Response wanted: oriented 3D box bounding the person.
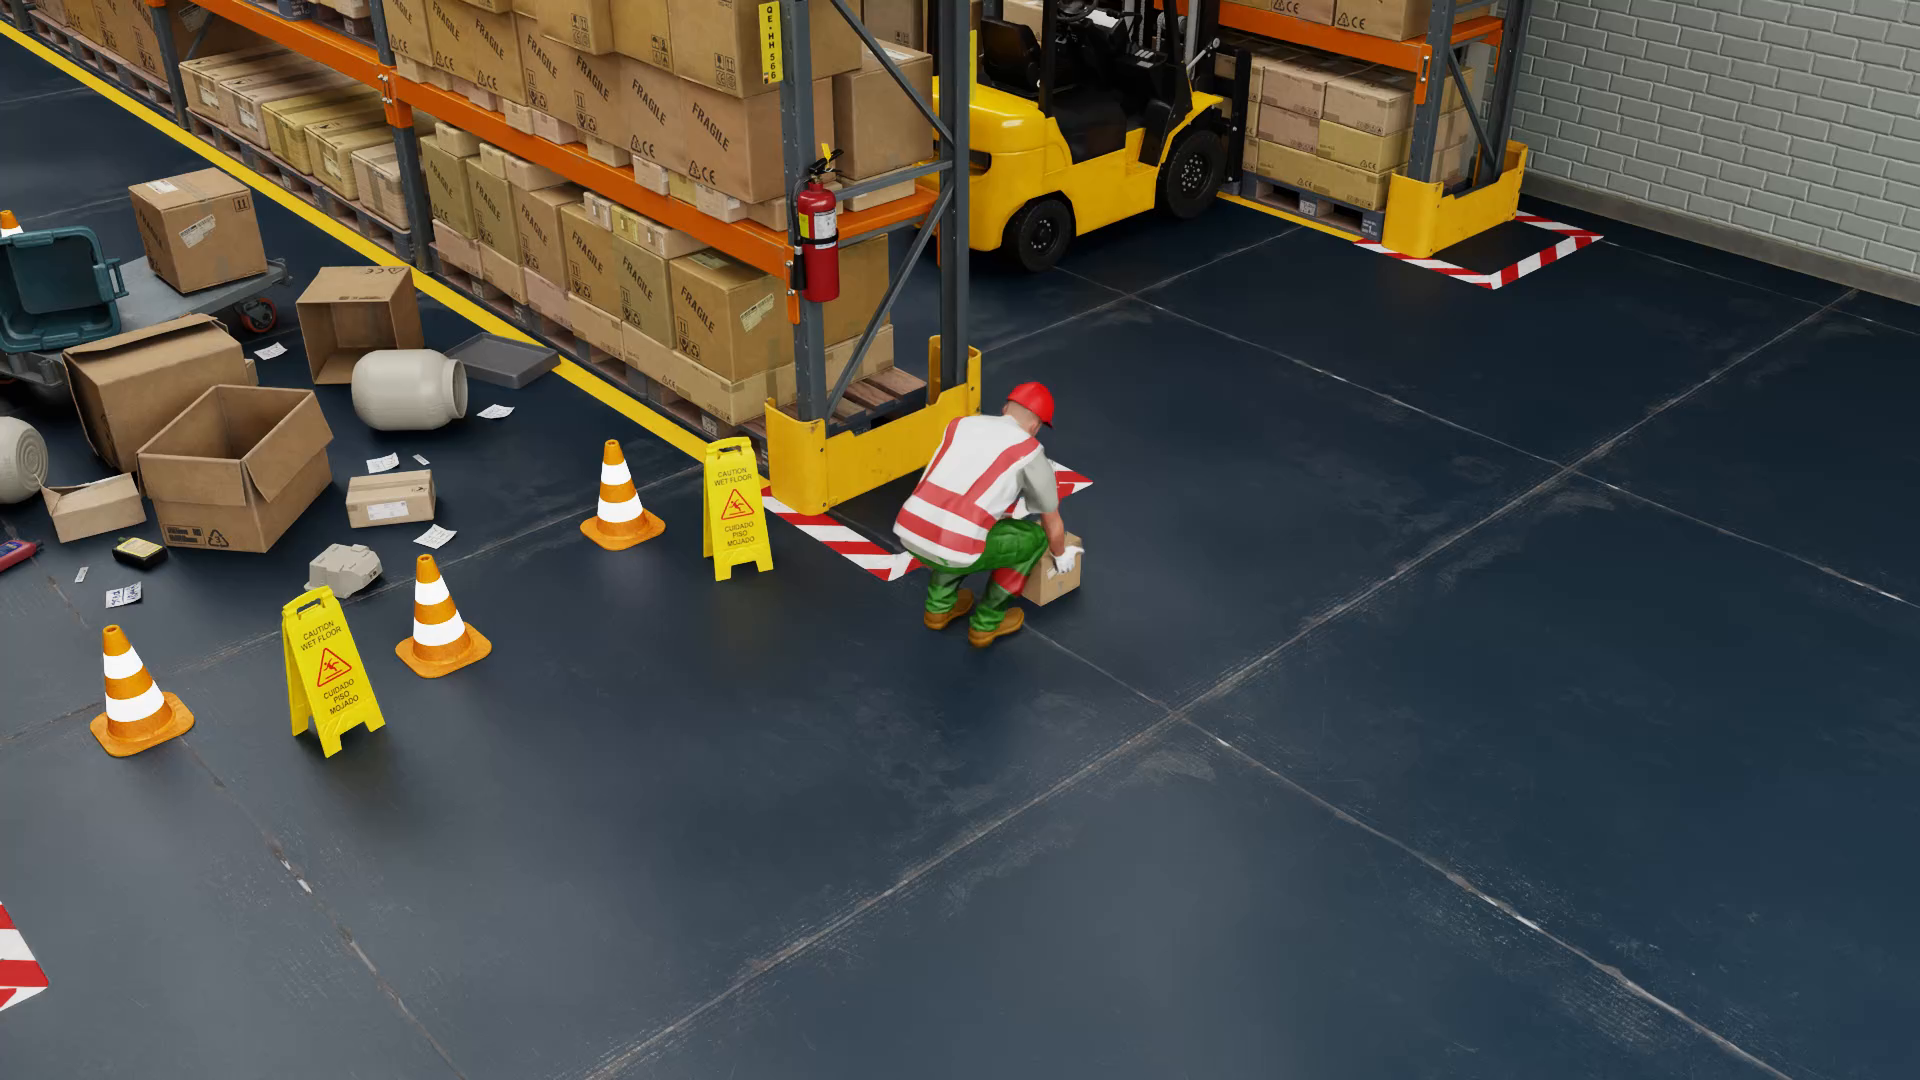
[{"bbox_3d":[0.092,-0.103,7.045,0.568,0.994,0.877,27,40,36],"label":"person"}]
